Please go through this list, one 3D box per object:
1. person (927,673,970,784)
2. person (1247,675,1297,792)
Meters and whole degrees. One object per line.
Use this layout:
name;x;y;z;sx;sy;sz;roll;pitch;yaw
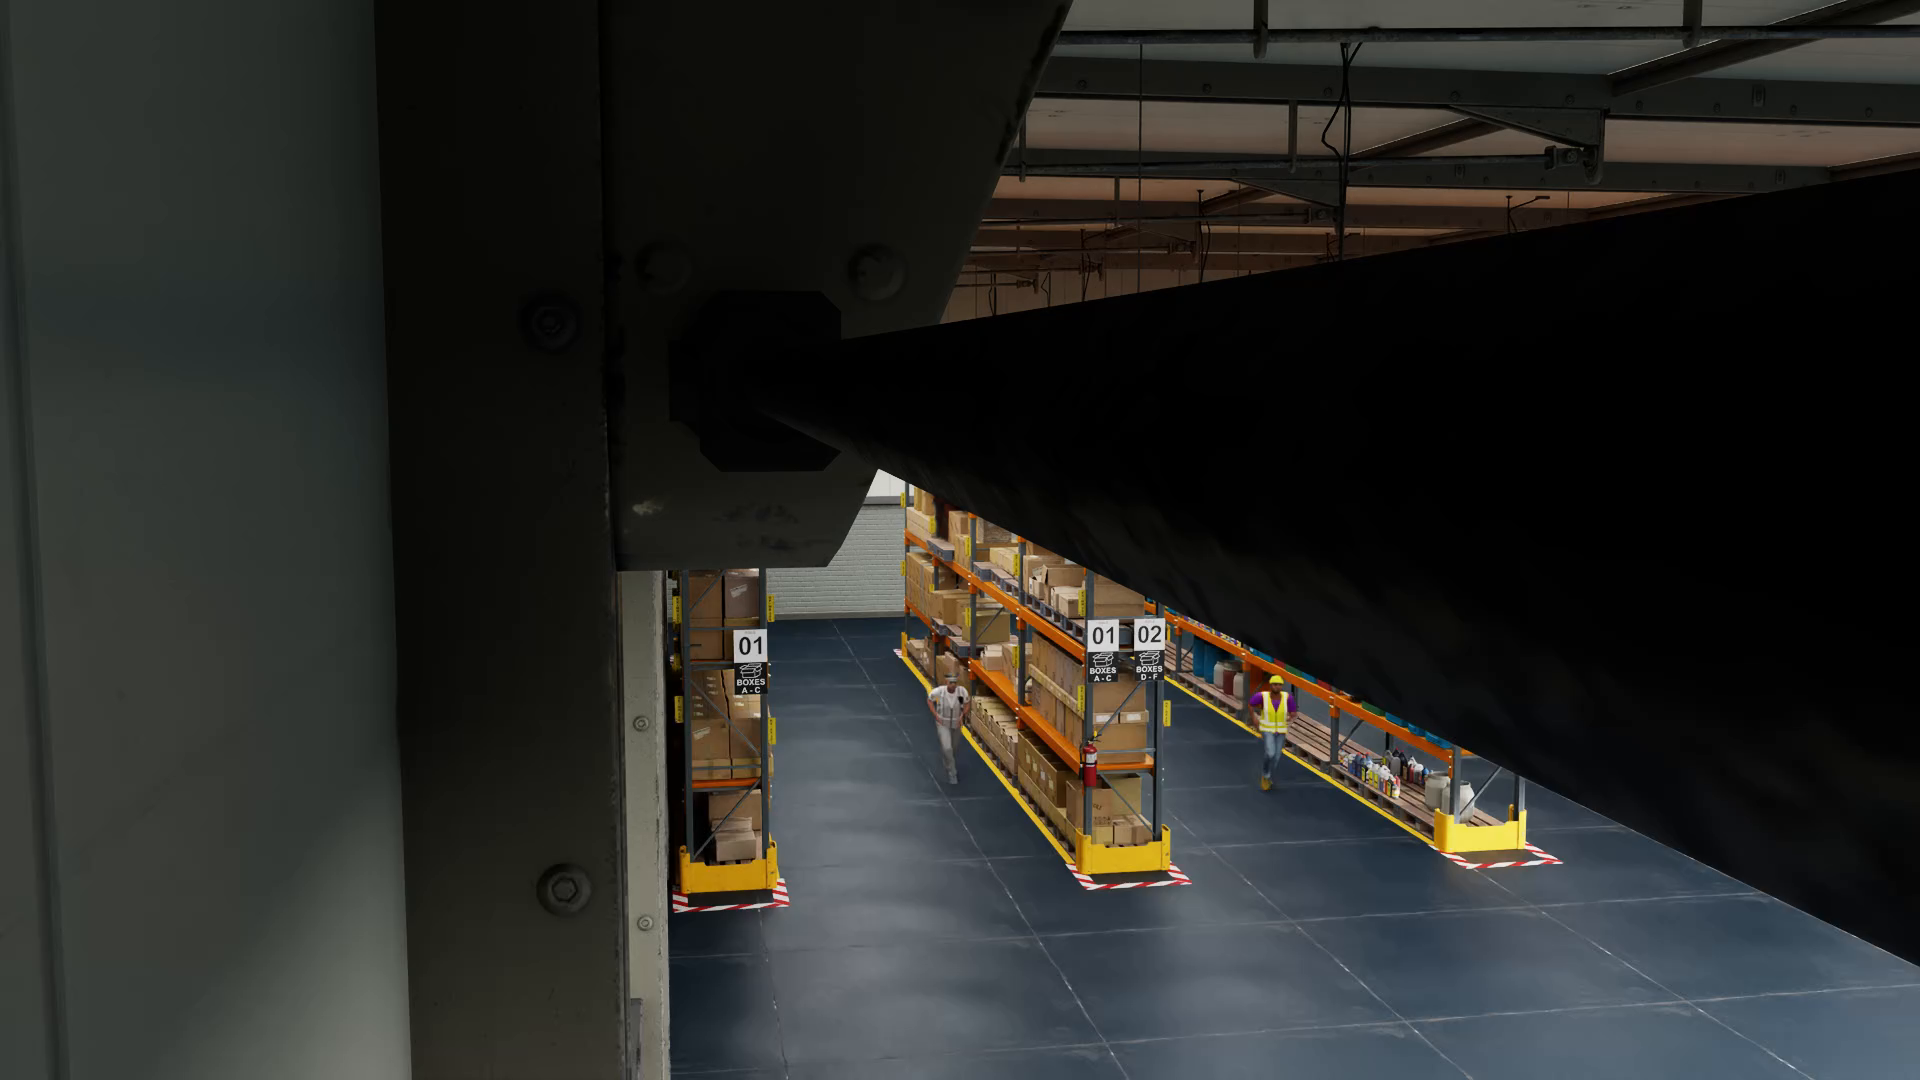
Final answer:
person;-0.183;2.856;25.643;0.668;1.775;0.850;-1;6;-9
person;4.697;2.882;24.902;0.682;1.759;0.744;-1;6;-7
